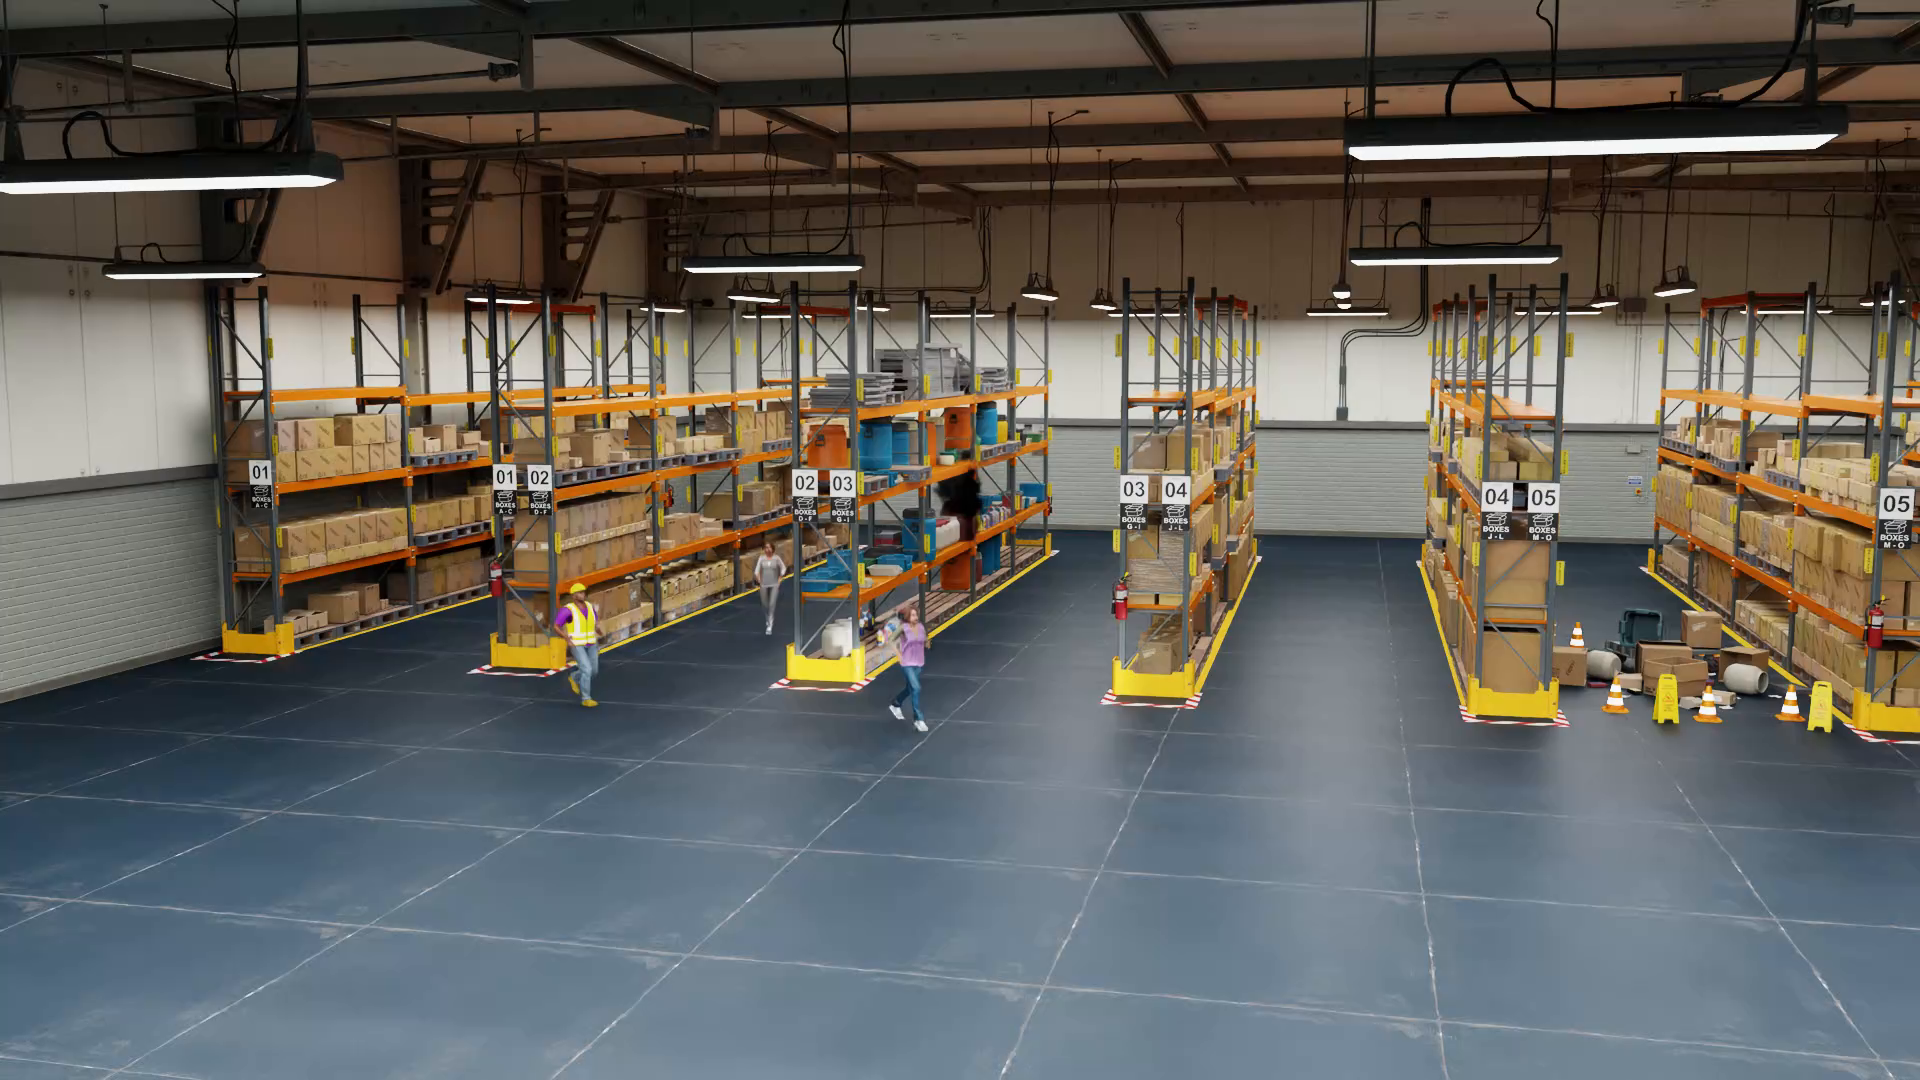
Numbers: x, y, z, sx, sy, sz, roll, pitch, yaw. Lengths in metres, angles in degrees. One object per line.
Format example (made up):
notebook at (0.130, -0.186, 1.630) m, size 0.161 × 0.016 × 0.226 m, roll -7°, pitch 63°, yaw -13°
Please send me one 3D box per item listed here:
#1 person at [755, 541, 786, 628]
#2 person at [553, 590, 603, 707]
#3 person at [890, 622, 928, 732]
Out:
person at (-3.293, 0.765, 28.864) m, size 0.539 × 1.490 × 0.658 m, roll 0°, pitch 7°, yaw -1°
person at (-5.352, 1.483, 23.402) m, size 0.753 × 1.687 × 0.707 m, roll 6°, pitch 9°, yaw 40°
person at (-0.657, 1.787, 22.081) m, size 0.345 × 1.405 × 0.810 m, roll -6°, pitch 9°, yaw -41°
